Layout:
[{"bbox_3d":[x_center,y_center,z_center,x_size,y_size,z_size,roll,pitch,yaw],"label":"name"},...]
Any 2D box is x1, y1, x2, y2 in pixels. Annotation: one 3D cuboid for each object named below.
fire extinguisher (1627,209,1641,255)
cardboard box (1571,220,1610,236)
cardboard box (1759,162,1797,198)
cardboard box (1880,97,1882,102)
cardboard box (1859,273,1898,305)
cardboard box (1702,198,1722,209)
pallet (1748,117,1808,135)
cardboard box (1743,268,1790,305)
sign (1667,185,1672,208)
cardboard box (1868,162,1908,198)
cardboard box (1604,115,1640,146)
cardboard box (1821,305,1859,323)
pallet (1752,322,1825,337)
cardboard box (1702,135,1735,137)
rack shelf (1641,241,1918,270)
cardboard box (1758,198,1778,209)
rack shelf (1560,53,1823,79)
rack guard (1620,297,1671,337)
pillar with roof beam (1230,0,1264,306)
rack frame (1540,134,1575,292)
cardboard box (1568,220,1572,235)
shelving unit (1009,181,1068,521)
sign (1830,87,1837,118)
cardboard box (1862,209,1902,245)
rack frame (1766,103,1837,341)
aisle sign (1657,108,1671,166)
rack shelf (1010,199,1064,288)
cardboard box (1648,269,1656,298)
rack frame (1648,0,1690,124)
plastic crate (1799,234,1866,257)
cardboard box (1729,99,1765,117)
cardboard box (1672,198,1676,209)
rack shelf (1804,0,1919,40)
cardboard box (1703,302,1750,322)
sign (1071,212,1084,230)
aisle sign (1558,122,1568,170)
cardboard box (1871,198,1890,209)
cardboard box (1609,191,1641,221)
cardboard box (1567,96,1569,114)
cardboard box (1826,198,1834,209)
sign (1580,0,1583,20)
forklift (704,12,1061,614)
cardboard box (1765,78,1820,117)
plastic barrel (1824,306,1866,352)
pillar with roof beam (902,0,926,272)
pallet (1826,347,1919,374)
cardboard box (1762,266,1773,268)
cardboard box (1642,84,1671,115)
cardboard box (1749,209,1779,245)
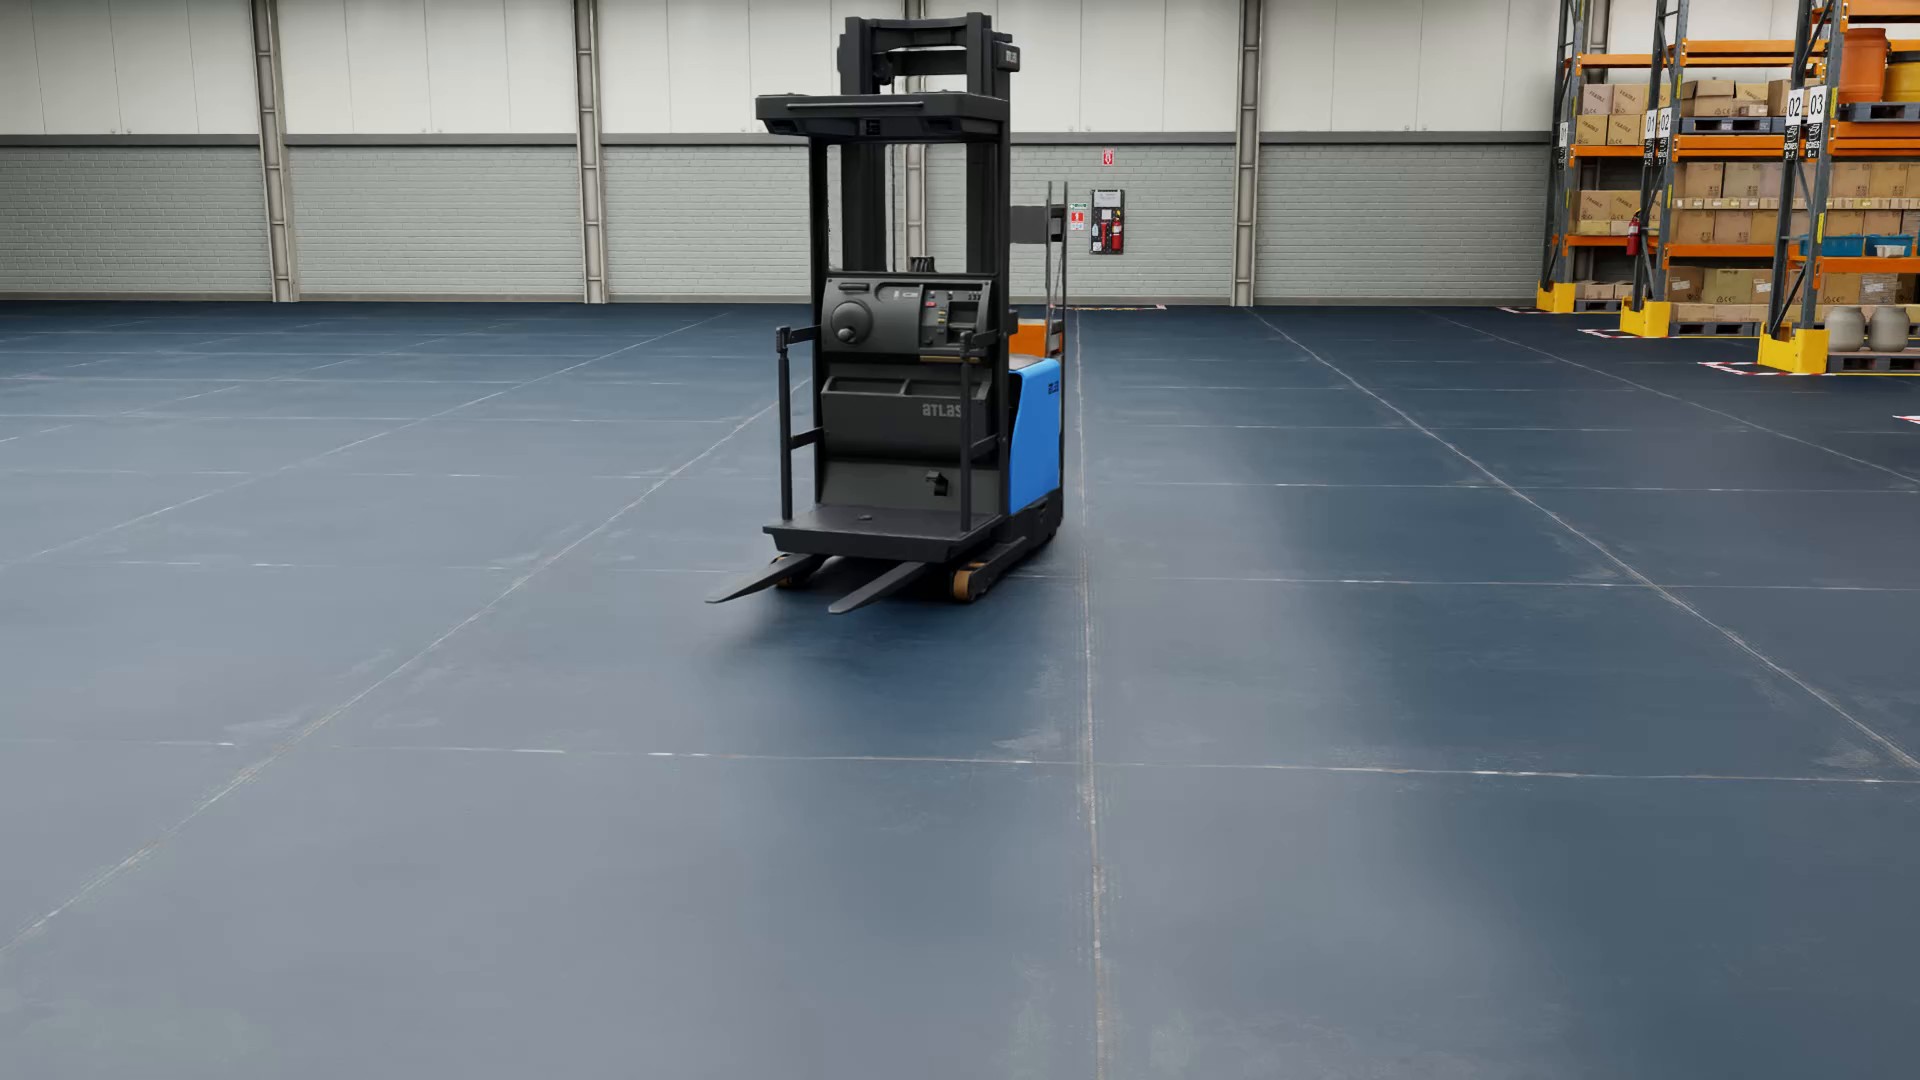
[{"bbox_3d":[9.971,-4.556,24.585,0.183,0.674,0.296,1,12,4],"label":"fire extinguisher"},{"bbox_3d":[10.851,-5.375,28.625,0.500,0.250,0.500,0,12,2],"label":"cardboard box"},{"bbox_3d":[11.604,-5.159,23.865,0.500,0.500,0.700,1,12,4],"label":"cardboard box"},{"bbox_3d":[13.025,-6.210,23.824,0.500,0.311,0.500,0,12,1],"label":"cardboard box"},{"bbox_3d":[13.074,-3.641,23.876,0.500,0.500,0.500,1,12,4],"label":"cardboard box"},{"bbox_3d":[10.699,-4.812,23.788,0.250,0.149,0.380,0,12,2],"label":"cardboard box"},{"bbox_3d":[11.982,-5.892,23.669,1.213,0.211,1.003,1,12,4],"label":"pallet"},{"bbox_3d":[11.577,-3.661,23.974,0.500,0.500,0.500,1,12,4],"label":"cardboard box"},{"bbox_3d":[10.015,-4.847,23.477,0.005,0.325,0.100,1,12,4],"label":"sign"},{"bbox_3d":[13.102,-5.138,23.765,0.500,0.500,0.700,1,12,4],"label":"cardboard box"},{"bbox_3d":[11.236,-6.966,28.298,0.500,0.500,0.500,2,12,8],"label":"cardboard box"},{"bbox_3d":[12.574,-3.277,23.970,0.500,0.250,0.500,1,12,4],"label":"cardboard box"},{"bbox_3d":[12.038,-3.114,24.309,1.213,0.211,1.003,1,12,4],"label":"pallet"},{"bbox_3d":[12.797,-6.948,28.209,0.500,0.500,0.500,0,12,2],"label":"cardboard box"},{"bbox_3d":[12.054,-4.118,24.058,4.000,0.370,1.077,1,12,4],"label":"rack shelf"},{"bbox_3d":[11.465,-4.801,23.737,0.250,0.149,0.380,0,12,2],"label":"cardboard box"},{"bbox_3d":[12.381,-8.065,28.282,4.000,0.370,1.077,1,12,4],"label":"rack shelf"},{"bbox_3d":[10.034,-3.275,24.373,0.348,0.500,1.175,1,12,4],"label":"rack guard"},{"bbox_3d":[4.867,-7.816,25.326,0.400,9.000,9.100,1,12,4],"label":"pillar with roof beam"},{"bbox_3d":[10.385,-5.510,28.954,0.127,3.000,1.000,1,12,4],"label":"rack frame"},{"bbox_3d":[10.865,-5.479,29.126,0.500,0.250,0.500,1,12,5],"label":"cardboard box"},{"bbox_3d":[0.356,-1.136,10.241,0.503,2.100,0.431,4,12,18],"label":"shelving unit"},{"bbox_3d":[9.682,-4.846,18.433,0.005,0.325,0.100,1,12,4],"label":"sign"},{"bbox_3d":[13.079,-4.503,23.895,0.500,0.500,0.700,1,12,3],"label":"cardboard box"},{"bbox_3d":[9.723,-3.486,19.278,0.127,3.000,1.000,1,12,4],"label":"rack frame"},{"bbox_3d":[9.972,-5.709,23.554,0.004,0.787,0.394,1,12,4],"label":"aisle sign"},{"bbox_3d":[0.356,-1.807,10.100,0.480,0.518,0.431,4,12,18],"label":"rack shelf"},{"bbox_3d":[12.367,-4.446,28.897,0.500,0.500,0.700,0,12,0],"label":"cardboard box"},{"bbox_3d":[10.058,-7.434,23.501,0.127,3.000,1.000,1,12,4],"label":"rack frame"},{"bbox_3d":[10.243,-3.467,19.553,0.616,0.251,0.499,1,12,4],"label":"plastic crate"},{"bbox_3d":[11.225,-6.205,23.948,0.500,0.250,0.500,1,12,4],"label":"cardboard box"},{"bbox_3d":[10.452,-4.898,24.200,0.250,0.149,0.380,1,12,3],"label":"cardboard box"},{"bbox_3d":[11.719,-5.847,18.648,4.000,0.370,1.077,1,12,4],"label":"rack shelf"},{"bbox_3d":[11.077,-3.299,24.072,0.500,0.250,0.500,1,12,4],"label":"cardboard box"},{"bbox_3d":[2.147,-5.847,30.477,0.234,0.329,0.001,1,12,4],"label":"sign"},{"bbox_3d":[10.293,-6.722,28.399,0.004,0.787,0.394,1,12,4],"label":"aisle sign"},{"bbox_3d":[12.993,-4.780,23.635,0.250,0.149,0.380,1,12,4],"label":"cardboard box"},{"bbox_3d":[11.334,-5.736,28.523,0.500,0.500,0.500,1,12,4],"label":"cardboard box"},{"bbox_3d":[10.833,-7.574,28.759,0.500,0.500,0.500,1,12,6],"label":"cardboard box"},{"bbox_3d":[12.231,-4.790,23.685,0.250,0.149,0.380,1,12,6],"label":"cardboard box"},{"bbox_3d":[10.349,-8.831,27.706,0.005,0.325,0.100,1,12,4],"label":"sign"},{"bbox_3d":[-0.353,-1.211,8.571,1.130,2.935,3.031,4,12,18],"label":"forklift"},{"bbox_3d":[11.697,-6.210,23.365,0.500,0.500,0.500,1,12,4],"label":"cardboard box"},{"bbox_3d":[10.385,-2.480,19.521,0.421,0.512,0.421,0,12,0],"label":"plastic barrel"},{"bbox_3d":[-1.119,-7.898,25.719,0.400,9.000,9.100,1,12,4],"label":"pillar with roof beam"},{"bbox_3d":[10.612,-2.117,19.546,1.213,0.211,1.003,1,12,4],"label":"pallet"},{"bbox_3d":[12.111,-3.760,24.448,0.500,0.500,0.500,1,12,4],"label":"cardboard box"},{"bbox_3d":[11.763,-7.449,28.165,0.500,0.500,0.500,1,12,5],"label":"cardboard box"},{"bbox_3d":[11.542,-4.524,23.994,0.500,0.500,0.700,1,12,4],"label":"cardboard box"}]
